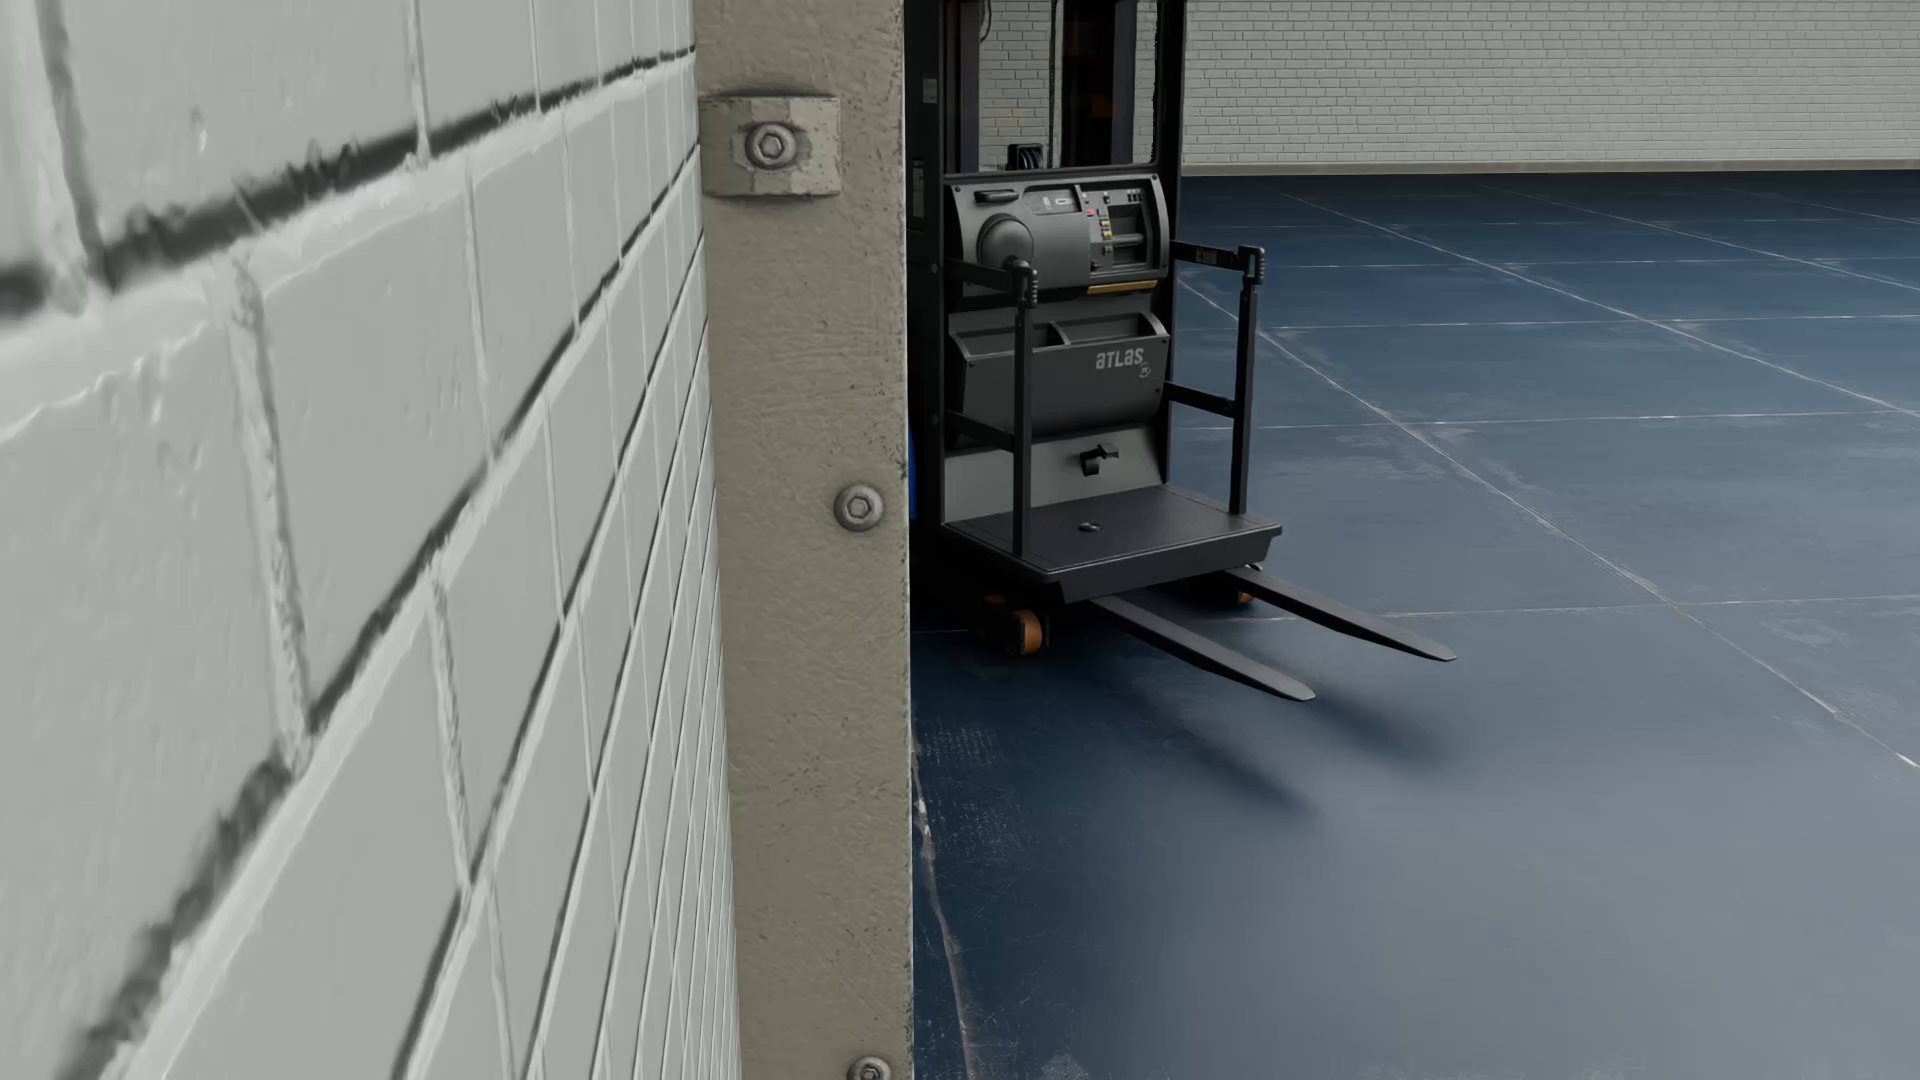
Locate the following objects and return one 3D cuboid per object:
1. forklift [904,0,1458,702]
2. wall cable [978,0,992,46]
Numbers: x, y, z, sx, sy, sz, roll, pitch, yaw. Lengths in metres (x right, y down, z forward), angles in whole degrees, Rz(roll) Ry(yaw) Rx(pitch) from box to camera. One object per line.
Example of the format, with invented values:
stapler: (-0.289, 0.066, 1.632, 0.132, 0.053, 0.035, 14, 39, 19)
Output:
forklift: (0.492, -1.148, 5.939, 1.130, 2.935, 3.031, -11, 20, -30)
wall cable: (-1.100, -7.849, 22.337, 3.097, 2.526, 0.112, -2, 18, -6)
